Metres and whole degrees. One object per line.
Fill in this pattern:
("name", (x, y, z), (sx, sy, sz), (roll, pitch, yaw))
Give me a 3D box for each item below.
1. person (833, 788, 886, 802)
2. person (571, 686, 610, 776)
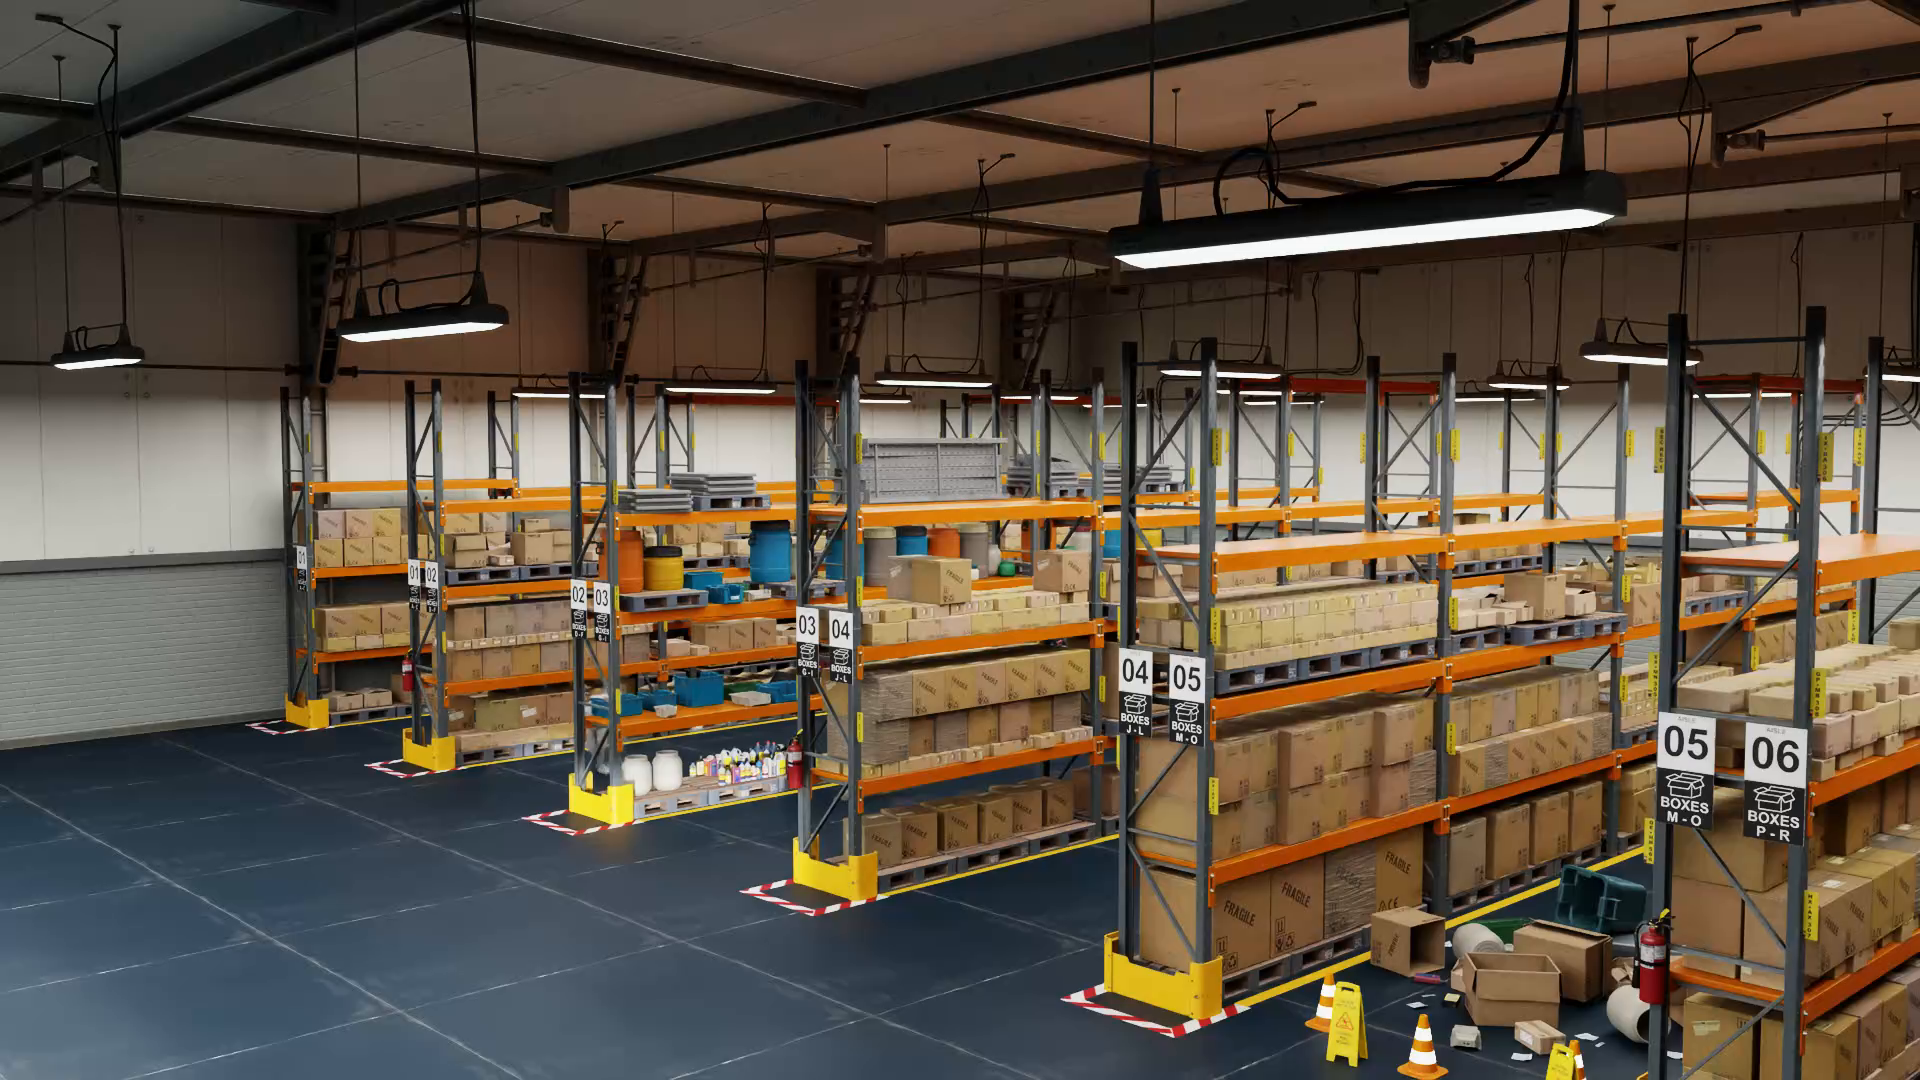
("person", (-1.358, 2.764, 23.195), (0.685, 1.728, 1.061), (3, 4, 35))
("person", (-5.522, 2.866, 25.045), (0.608, 1.420, 0.949), (0, 4, 0))
